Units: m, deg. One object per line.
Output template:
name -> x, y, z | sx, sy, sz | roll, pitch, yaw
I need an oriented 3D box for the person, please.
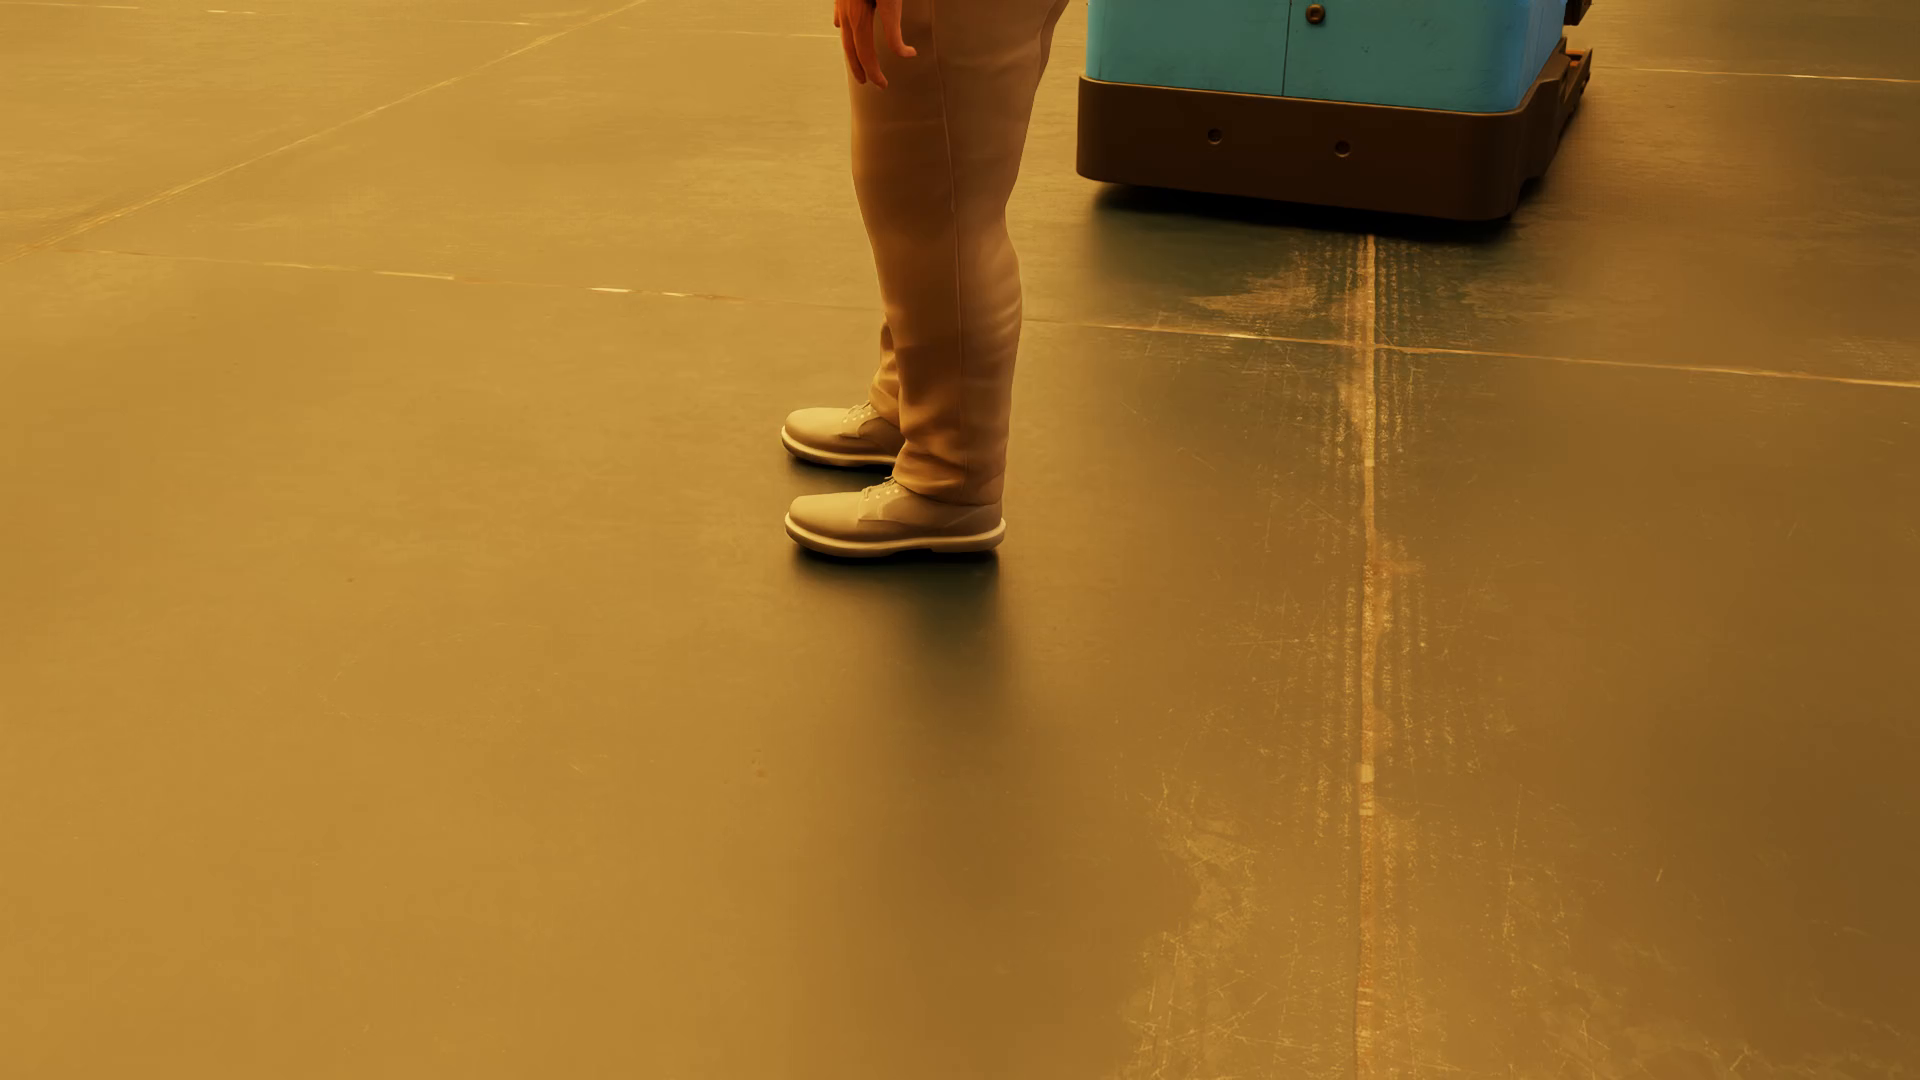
person -> -0.085, -0.792, 2.136 | 0.551, 1.727, 0.640 | 6, 27, 11

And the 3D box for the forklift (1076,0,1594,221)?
forklift -> 1.342, -2.672, 4.543 | 1.130, 2.935, 3.031 | 11, 29, 21
